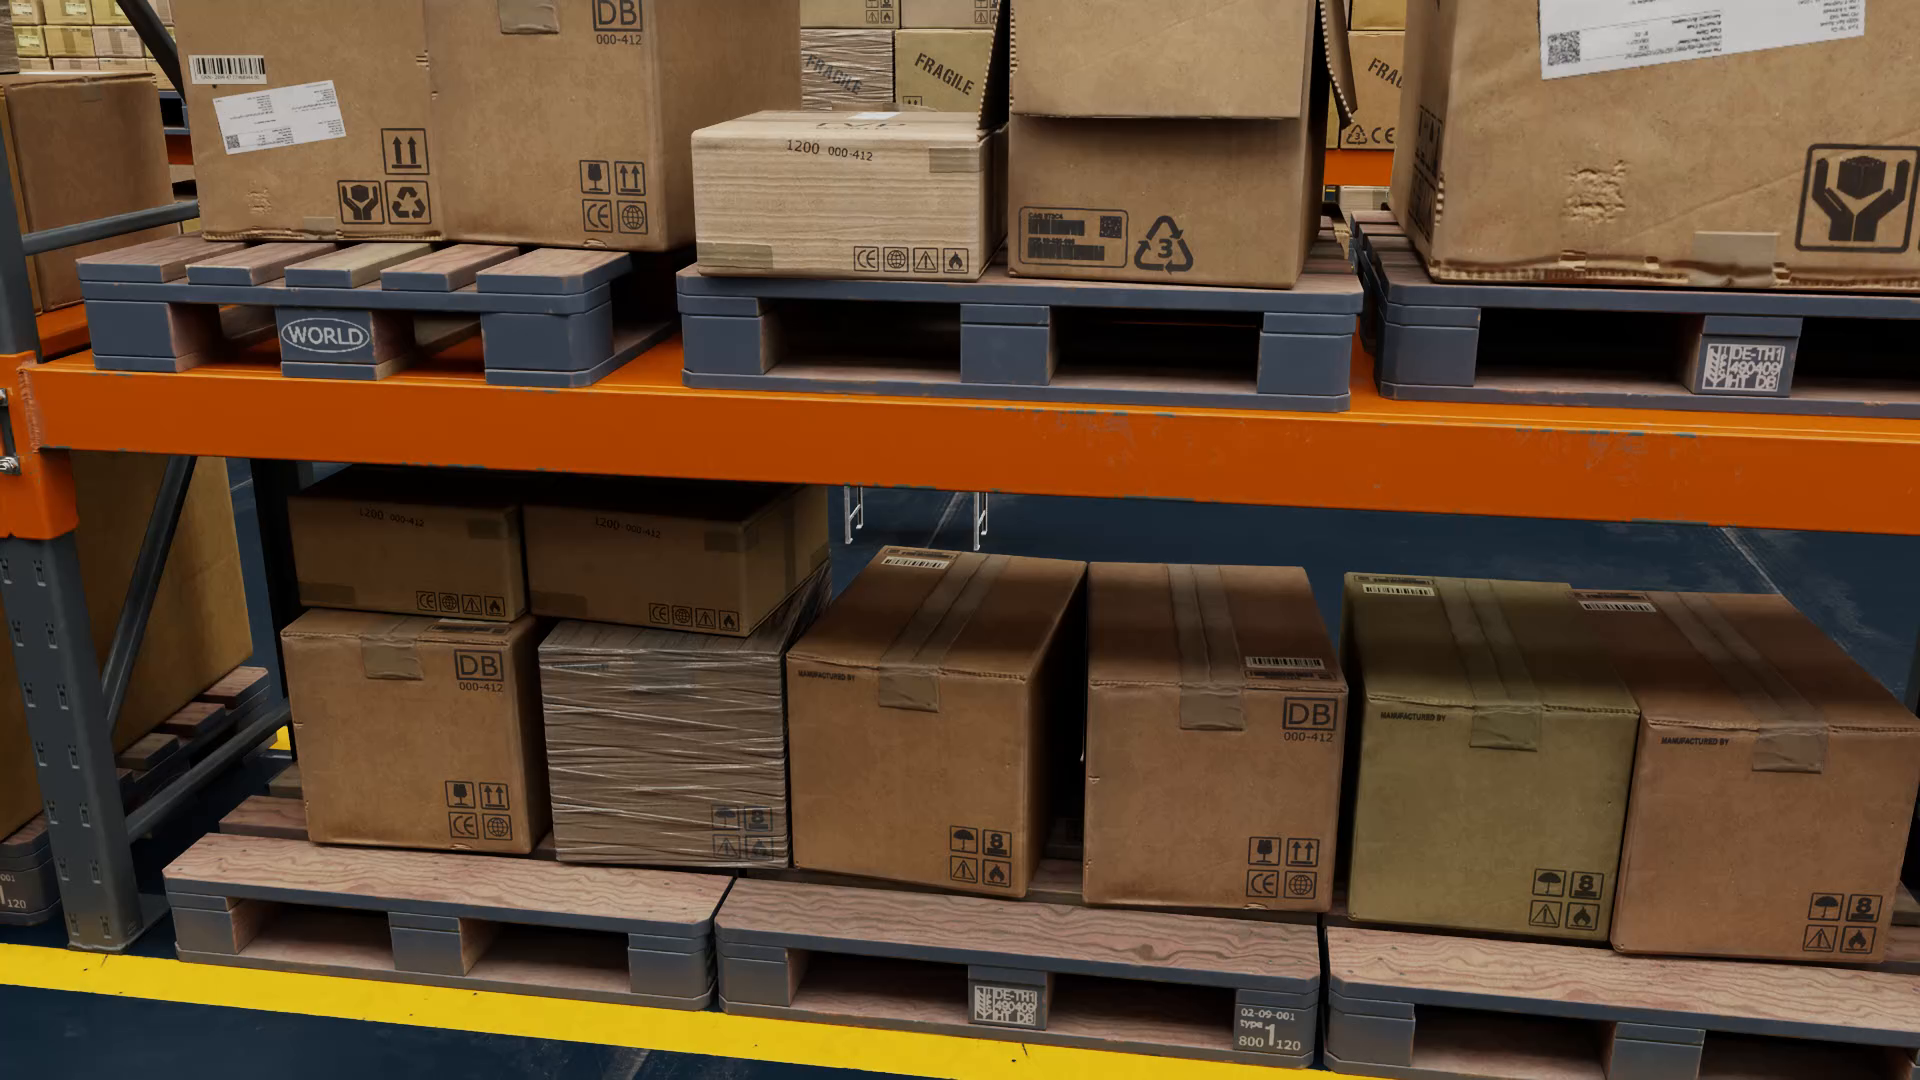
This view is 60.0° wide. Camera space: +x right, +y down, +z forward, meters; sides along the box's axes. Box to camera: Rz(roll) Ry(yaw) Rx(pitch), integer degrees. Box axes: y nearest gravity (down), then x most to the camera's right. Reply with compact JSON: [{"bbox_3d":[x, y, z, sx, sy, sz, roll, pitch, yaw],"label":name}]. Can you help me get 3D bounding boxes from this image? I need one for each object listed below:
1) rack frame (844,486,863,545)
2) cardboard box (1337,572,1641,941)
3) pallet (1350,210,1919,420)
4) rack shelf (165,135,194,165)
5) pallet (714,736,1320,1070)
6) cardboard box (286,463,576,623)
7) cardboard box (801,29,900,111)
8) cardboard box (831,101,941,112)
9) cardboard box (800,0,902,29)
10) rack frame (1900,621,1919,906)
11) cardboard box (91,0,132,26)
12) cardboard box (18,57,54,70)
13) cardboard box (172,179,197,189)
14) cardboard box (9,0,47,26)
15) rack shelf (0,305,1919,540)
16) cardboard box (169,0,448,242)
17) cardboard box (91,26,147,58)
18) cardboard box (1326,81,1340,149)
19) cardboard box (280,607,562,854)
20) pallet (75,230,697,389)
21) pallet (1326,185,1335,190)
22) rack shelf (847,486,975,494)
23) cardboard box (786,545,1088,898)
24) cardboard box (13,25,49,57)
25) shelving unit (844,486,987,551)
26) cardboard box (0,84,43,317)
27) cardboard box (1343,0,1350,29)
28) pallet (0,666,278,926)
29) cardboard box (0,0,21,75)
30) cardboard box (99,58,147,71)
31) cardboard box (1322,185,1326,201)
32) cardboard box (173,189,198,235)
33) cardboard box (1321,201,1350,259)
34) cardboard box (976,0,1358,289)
[{"bbox_3d":[-0.404,-0.590,6.174,0.015,1.200,0.240,3,19,9],"label":"rack frame"},{"bbox_3d":[1.076,0.430,3.536,0.500,0.500,0.700,3,19,8],"label":"cardboard box"},{"bbox_3d":[1.416,-0.472,3.289,1.213,0.211,1.003,3,19,9],"label":"pallet"},{"bbox_3d":[-2.890,-1.989,8.653,4.000,0.370,1.077,3,19,9],"label":"rack shelf"},{"bbox_3d":[0.170,0.744,3.747,1.213,0.211,1.003,3,19,9],"label":"pallet"},{"bbox_3d":[-1.136,-0.035,3.744,0.500,0.250,0.500,4,19,11],"label":"cardboard box"},{"bbox_3d":[-0.515,-2.169,7.902,0.500,0.500,0.500,3,19,9],"label":"cardboard box"},{"bbox_3d":[-0.113,-0.816,3.566,0.258,0.266,0.396,2,19,7],"label":"cardboard box"},{"bbox_3d":[-0.474,-2.725,7.986,0.500,0.500,0.700,3,19,8],"label":"cardboard box"},{"bbox_3d":[2.147,-0.479,3.007,0.127,3.000,1.000,3,19,9],"label":"rack frame"},{"bbox_3d":[-4.020,-2.603,8.151,0.250,0.149,0.380,3,19,9],"label":"cardboard box"},{"bbox_3d":[-4.549,-2.346,8.323,0.250,0.149,0.380,2,19,6],"label":"cardboard box"},{"bbox_3d":[-4.090,-1.841,9.175,0.500,0.250,0.500,2,19,7],"label":"cardboard box"},{"bbox_3d":[-4.549,-2.629,8.228,0.250,0.149,0.380,4,19,11],"label":"cardboard box"},{"bbox_3d":[0.172,-0.238,3.422,4.000,0.370,1.077,3,19,9],"label":"rack shelf"},{"bbox_3d":[-1.263,-0.912,3.483,0.500,0.500,0.500,1,19,2],"label":"cardboard box"},{"bbox_3d":[-4.038,-2.462,8.200,0.250,0.149,0.380,3,19,10],"label":"cardboard box"},{"bbox_3d":[1.478,-2.069,7.600,0.500,0.500,0.500,3,19,9],"label":"cardboard box"},{"bbox_3d":[-1.138,0.324,3.854,0.500,0.500,0.700,2,19,6],"label":"cardboard box"},{"bbox_3d":[-1.082,-0.587,3.632,1.003,0.211,1.213,3,19,9],"label":"pallet"},{"bbox_3d":[3.769,-3.841,17.451,1.213,0.211,1.003,3,19,9],"label":"pallet"},{"bbox_3d":[-0.163,-0.289,6.234,0.480,0.148,0.258,3,19,9],"label":"rack shelf"},{"bbox_3d":[-0.027,0.374,3.703,0.500,0.500,0.700,5,19,13],"label":"cardboard box"},{"bbox_3d":[-4.549,-2.488,8.276,0.250,0.149,0.380,3,19,10],"label":"cardboard box"},{"bbox_3d":[-0.163,-0.577,6.138,0.503,1.200,0.258,3,19,9],"label":"shelving unit"},{"bbox_3d":[-2.329,-0.675,3.435,0.500,0.500,0.500,4,19,10],"label":"cardboard box"},{"bbox_3d":[1.535,-2.623,7.683,0.500,0.500,0.700,3,19,9],"label":"cardboard box"},{"bbox_3d":[-2.569,0.579,4.240,1.213,0.211,1.003,3,19,9],"label":"pallet"},{"bbox_3d":[-2.522,-1.245,3.559,0.637,0.503,0.797,4,19,11],"label":"cardboard box"},{"bbox_3d":[-4.028,-2.321,8.245,0.250,0.149,0.380,3,19,9],"label":"cardboard box"},{"bbox_3d":[2.490,-2.597,12.818,0.625,0.372,0.950,4,19,12],"label":"cardboard box"},{"bbox_3d":[-4.177,-1.680,8.692,0.500,0.250,0.500,2,19,6],"label":"cardboard box"},{"bbox_3d":[1.455,-1.213,8.084,0.750,0.750,1.050,3,19,9],"label":"cardboard box"},{"bbox_3d":[0.421,-0.785,3.098,0.637,0.503,0.797,5,19,14],"label":"cardboard box"}]
